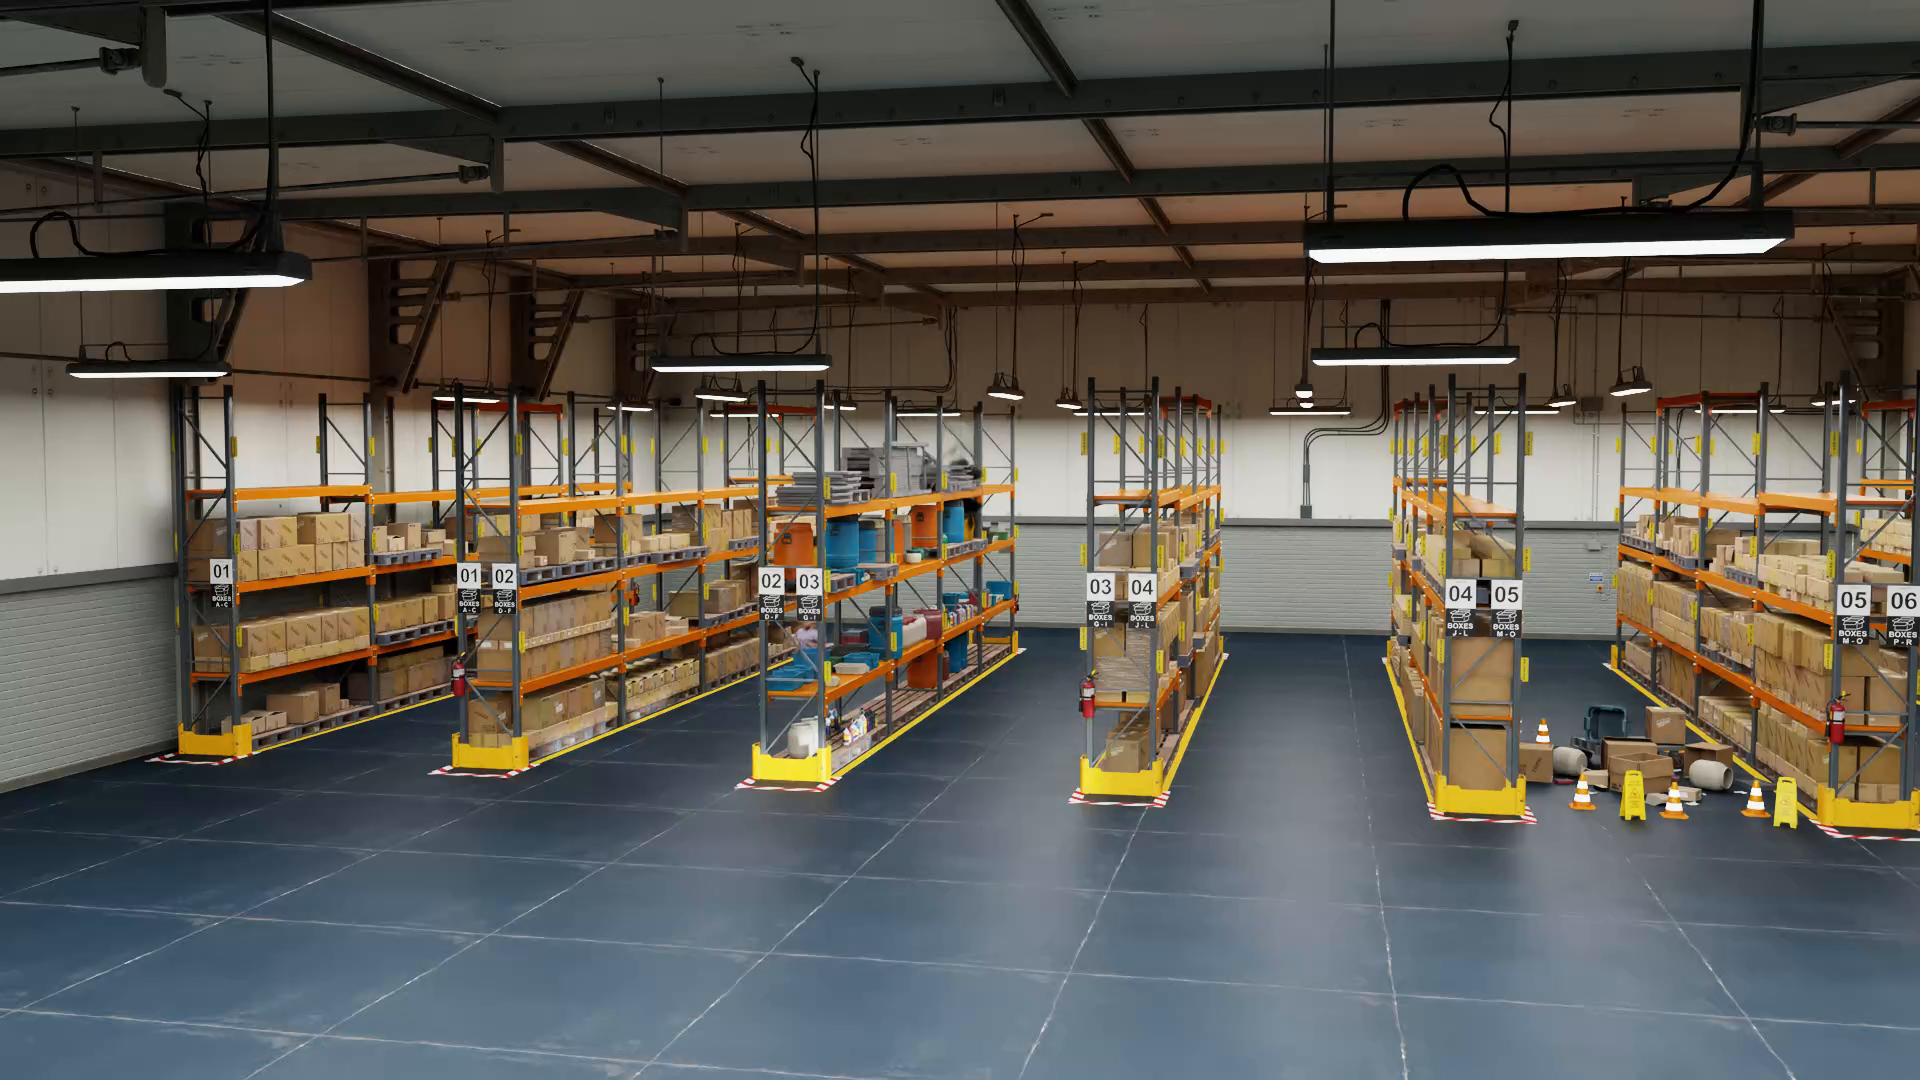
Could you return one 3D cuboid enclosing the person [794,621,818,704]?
[{"bbox_3d":[-3.002,2.368,32.734,0.582,1.668,0.769,0,3,6],"label":"person"}]
